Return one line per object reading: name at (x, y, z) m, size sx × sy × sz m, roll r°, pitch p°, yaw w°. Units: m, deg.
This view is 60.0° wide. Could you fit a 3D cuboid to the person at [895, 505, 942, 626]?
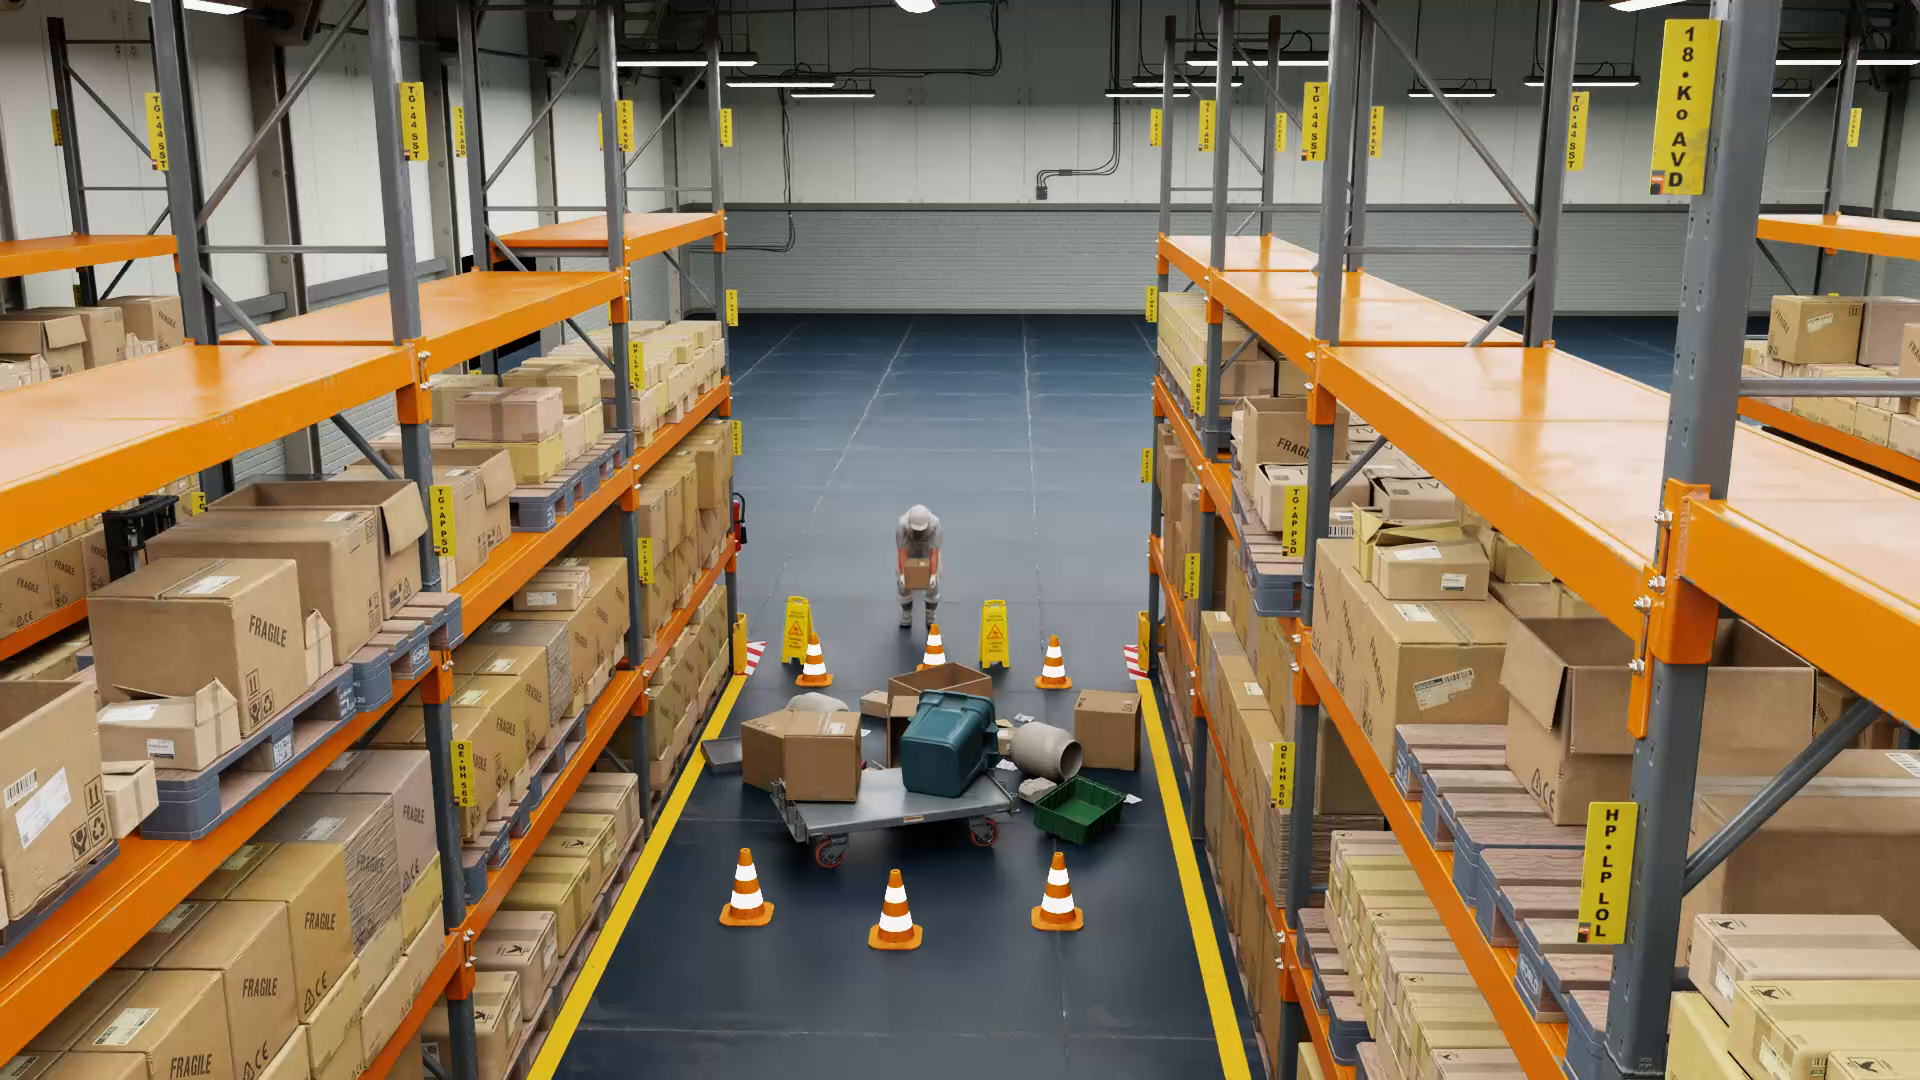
person at (-0.429, 0.250, 17.081) m, size 0.498 × 1.392 × 0.888 m, roll 0°, pitch 14°, yaw 0°
